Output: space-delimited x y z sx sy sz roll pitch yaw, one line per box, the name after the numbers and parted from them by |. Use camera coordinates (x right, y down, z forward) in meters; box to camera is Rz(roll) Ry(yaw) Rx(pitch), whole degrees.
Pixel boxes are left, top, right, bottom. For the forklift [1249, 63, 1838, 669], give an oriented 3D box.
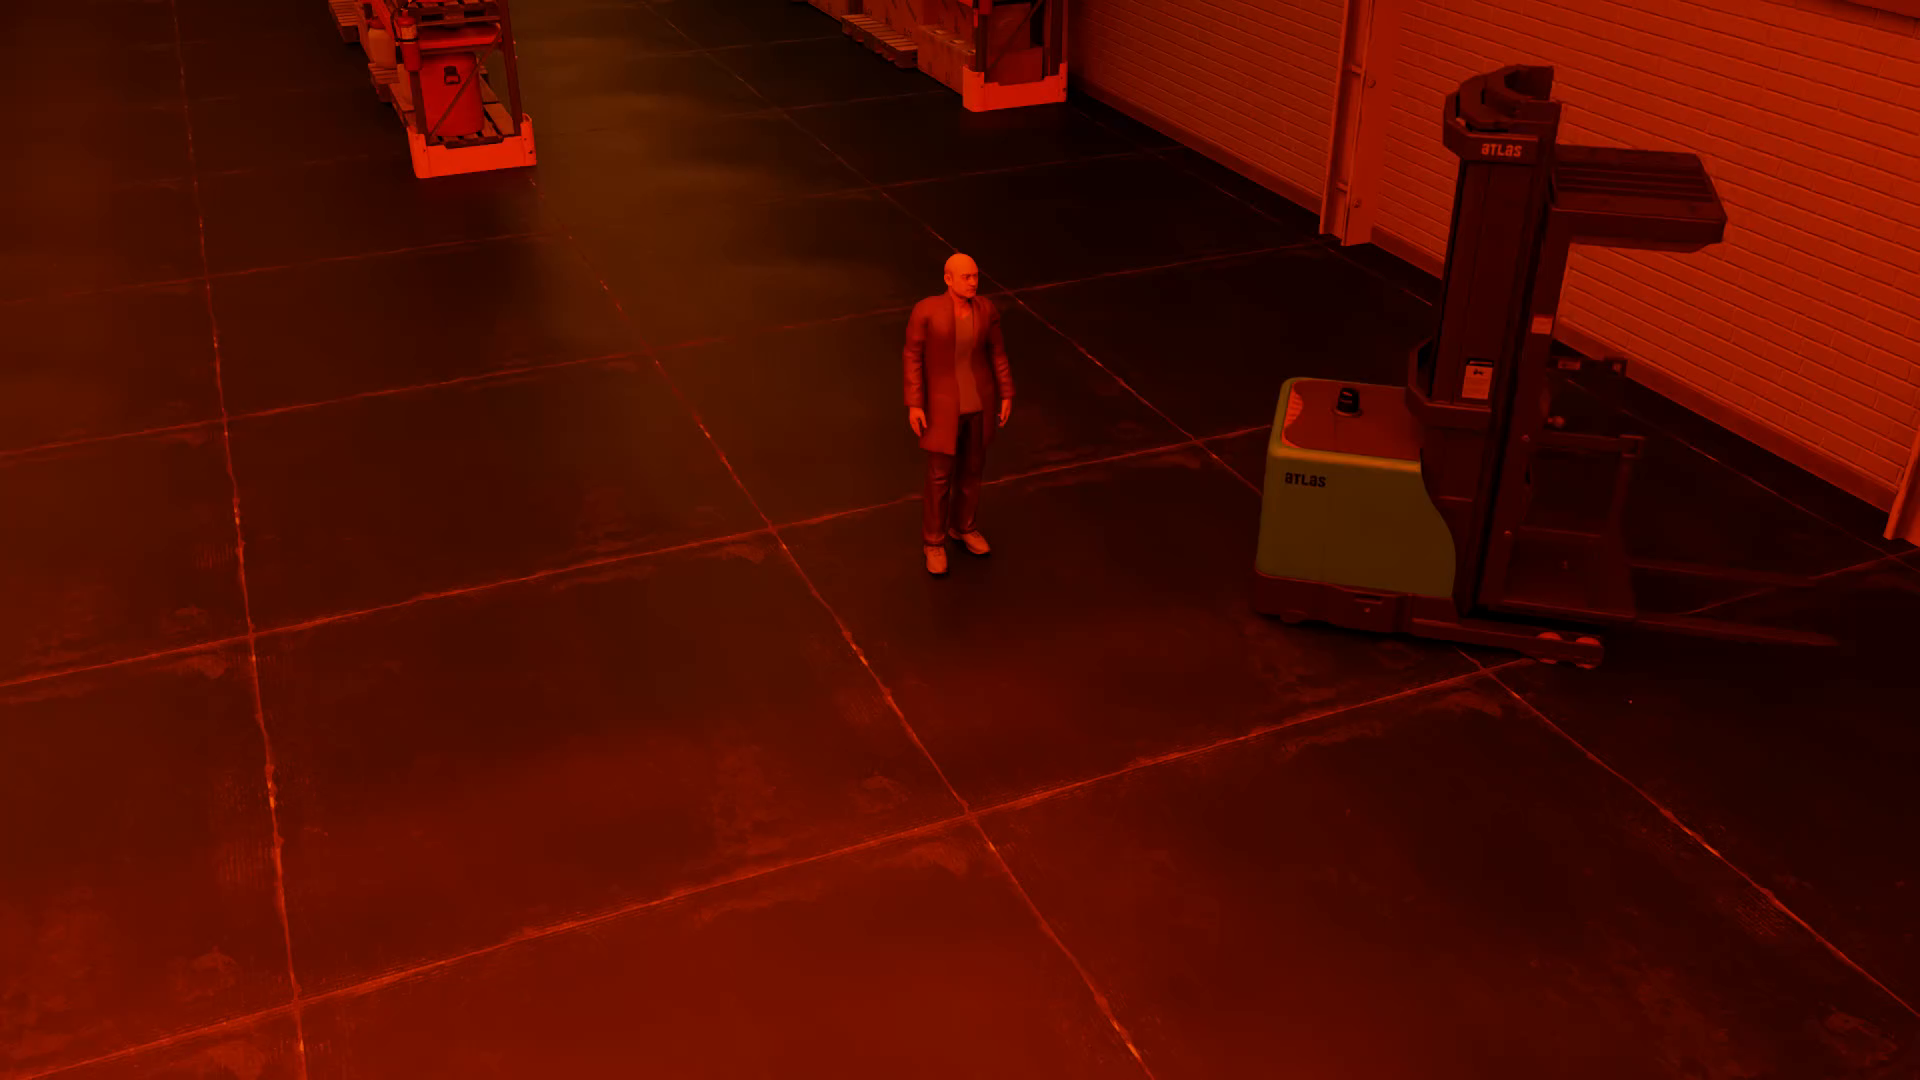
3.195 -0.878 8.655 3.031 2.935 1.130 7 31 12 | forklift

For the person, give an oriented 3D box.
0.033 -0.735 9.553 0.698 1.777 0.579 -12 32 -20 | person
